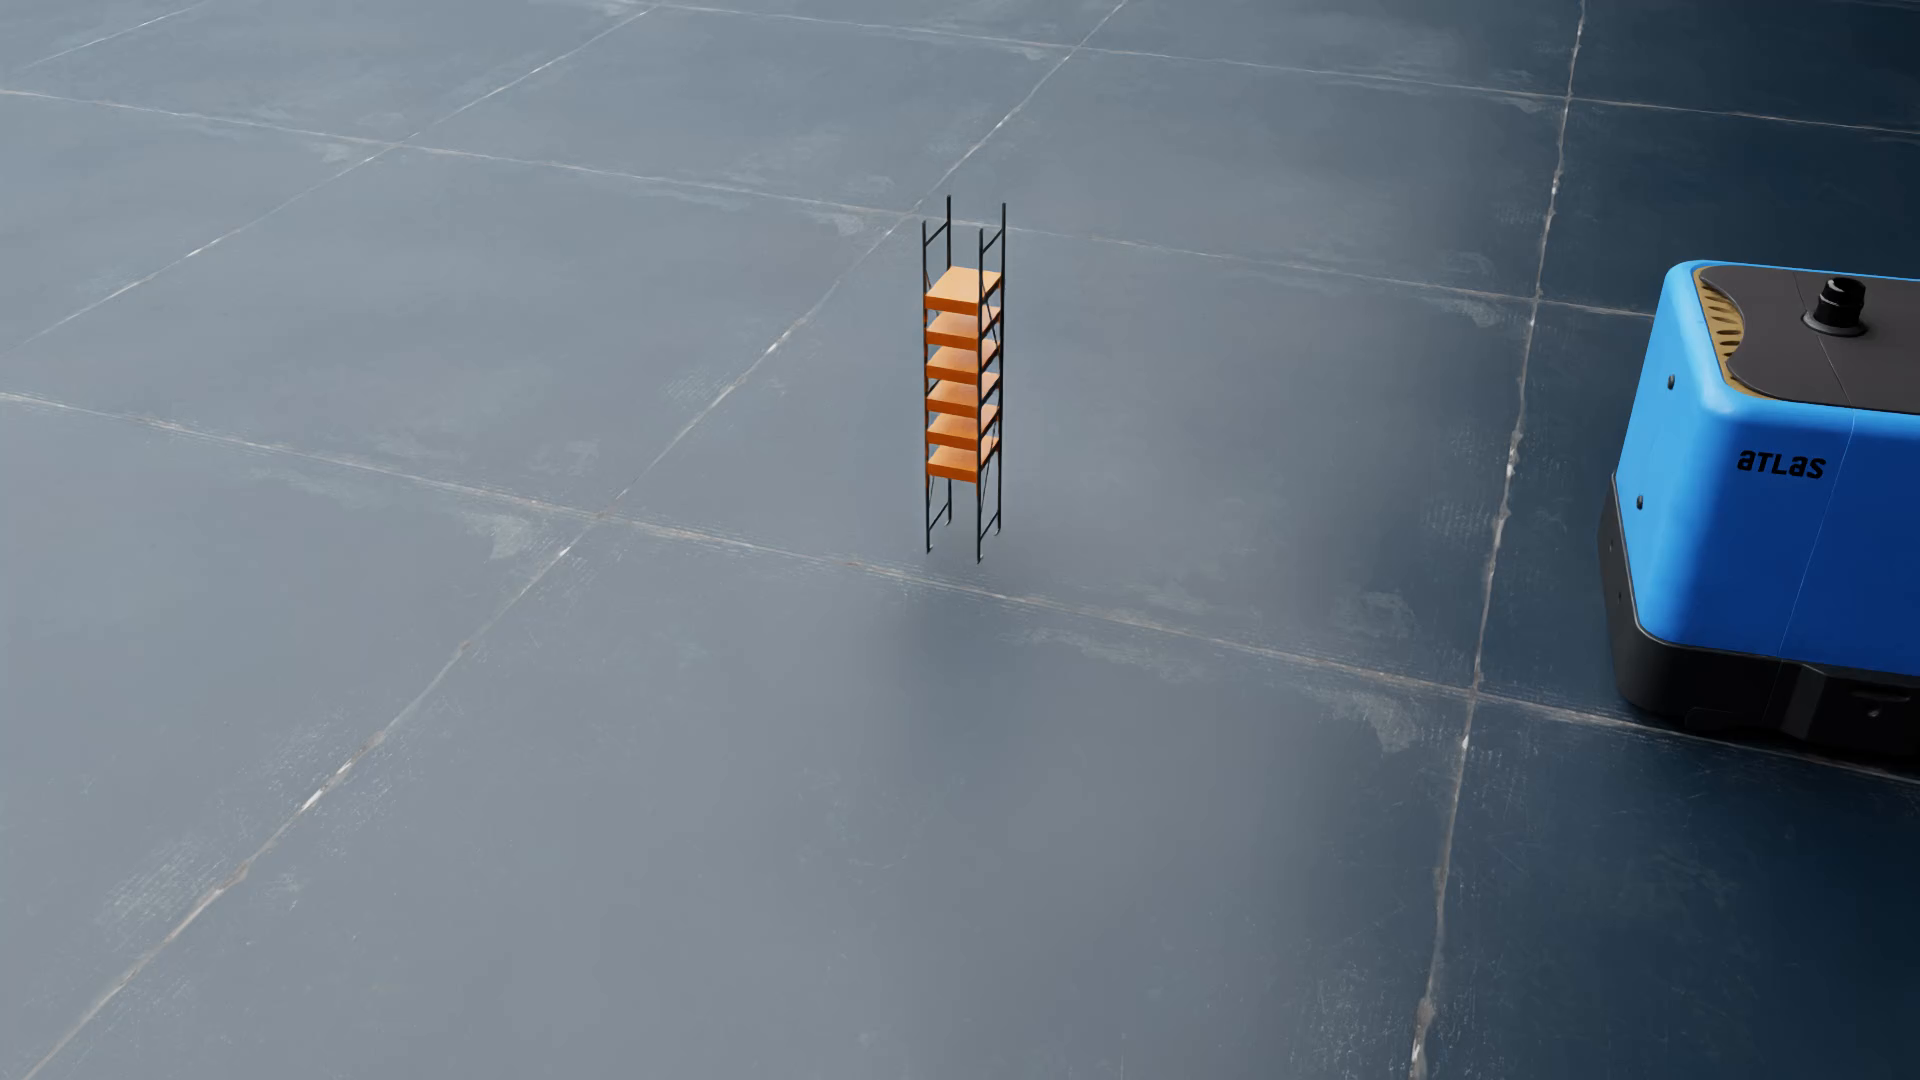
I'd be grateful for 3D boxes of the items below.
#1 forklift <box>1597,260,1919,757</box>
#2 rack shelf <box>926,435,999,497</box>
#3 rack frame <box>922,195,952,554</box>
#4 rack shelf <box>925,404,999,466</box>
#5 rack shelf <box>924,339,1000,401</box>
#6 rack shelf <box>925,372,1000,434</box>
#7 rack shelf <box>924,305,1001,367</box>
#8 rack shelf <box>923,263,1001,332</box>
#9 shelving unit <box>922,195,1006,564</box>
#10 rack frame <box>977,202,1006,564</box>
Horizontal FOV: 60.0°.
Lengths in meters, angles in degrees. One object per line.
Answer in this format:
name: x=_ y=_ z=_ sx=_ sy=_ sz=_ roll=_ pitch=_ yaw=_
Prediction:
forklift: x=3.525 y=-0.760 z=4.225 sx=3.031 sy=2.935 sz=1.130 roll=8 pitch=34 yaw=12
rack shelf: x=0.014 y=-0.262 z=5.575 sx=0.180 sy=0.103 sz=0.258 roll=11 pitch=34 yaw=16
rack frame: x=-0.073 y=-0.518 z=5.446 sx=0.006 sy=1.200 sz=0.240 roll=11 pitch=34 yaw=16
rack shelf: x=0.014 y=-0.363 z=5.510 sx=0.180 sy=0.103 sz=0.258 roll=11 pitch=34 yaw=16
rack shelf: x=0.014 y=-0.565 z=5.379 sx=0.180 sy=0.103 sz=0.258 roll=11 pitch=34 yaw=16
rack shelf: x=0.014 y=-0.464 z=5.445 sx=0.180 sy=0.103 sz=0.258 roll=11 pitch=34 yaw=16
rack shelf: x=0.014 y=-0.666 z=5.314 sx=0.180 sy=0.103 sz=0.258 roll=11 pitch=34 yaw=16
rack shelf: x=0.014 y=-0.767 z=5.249 sx=0.180 sy=0.103 sz=0.258 roll=11 pitch=34 yaw=16
shelving unit: x=0.014 y=-0.501 z=5.420 sx=0.189 sy=1.200 sz=0.258 roll=11 pitch=34 yaw=16
rack frame: x=0.100 y=-0.485 z=5.395 sx=0.006 sy=1.200 sz=0.240 roll=11 pitch=34 yaw=16
